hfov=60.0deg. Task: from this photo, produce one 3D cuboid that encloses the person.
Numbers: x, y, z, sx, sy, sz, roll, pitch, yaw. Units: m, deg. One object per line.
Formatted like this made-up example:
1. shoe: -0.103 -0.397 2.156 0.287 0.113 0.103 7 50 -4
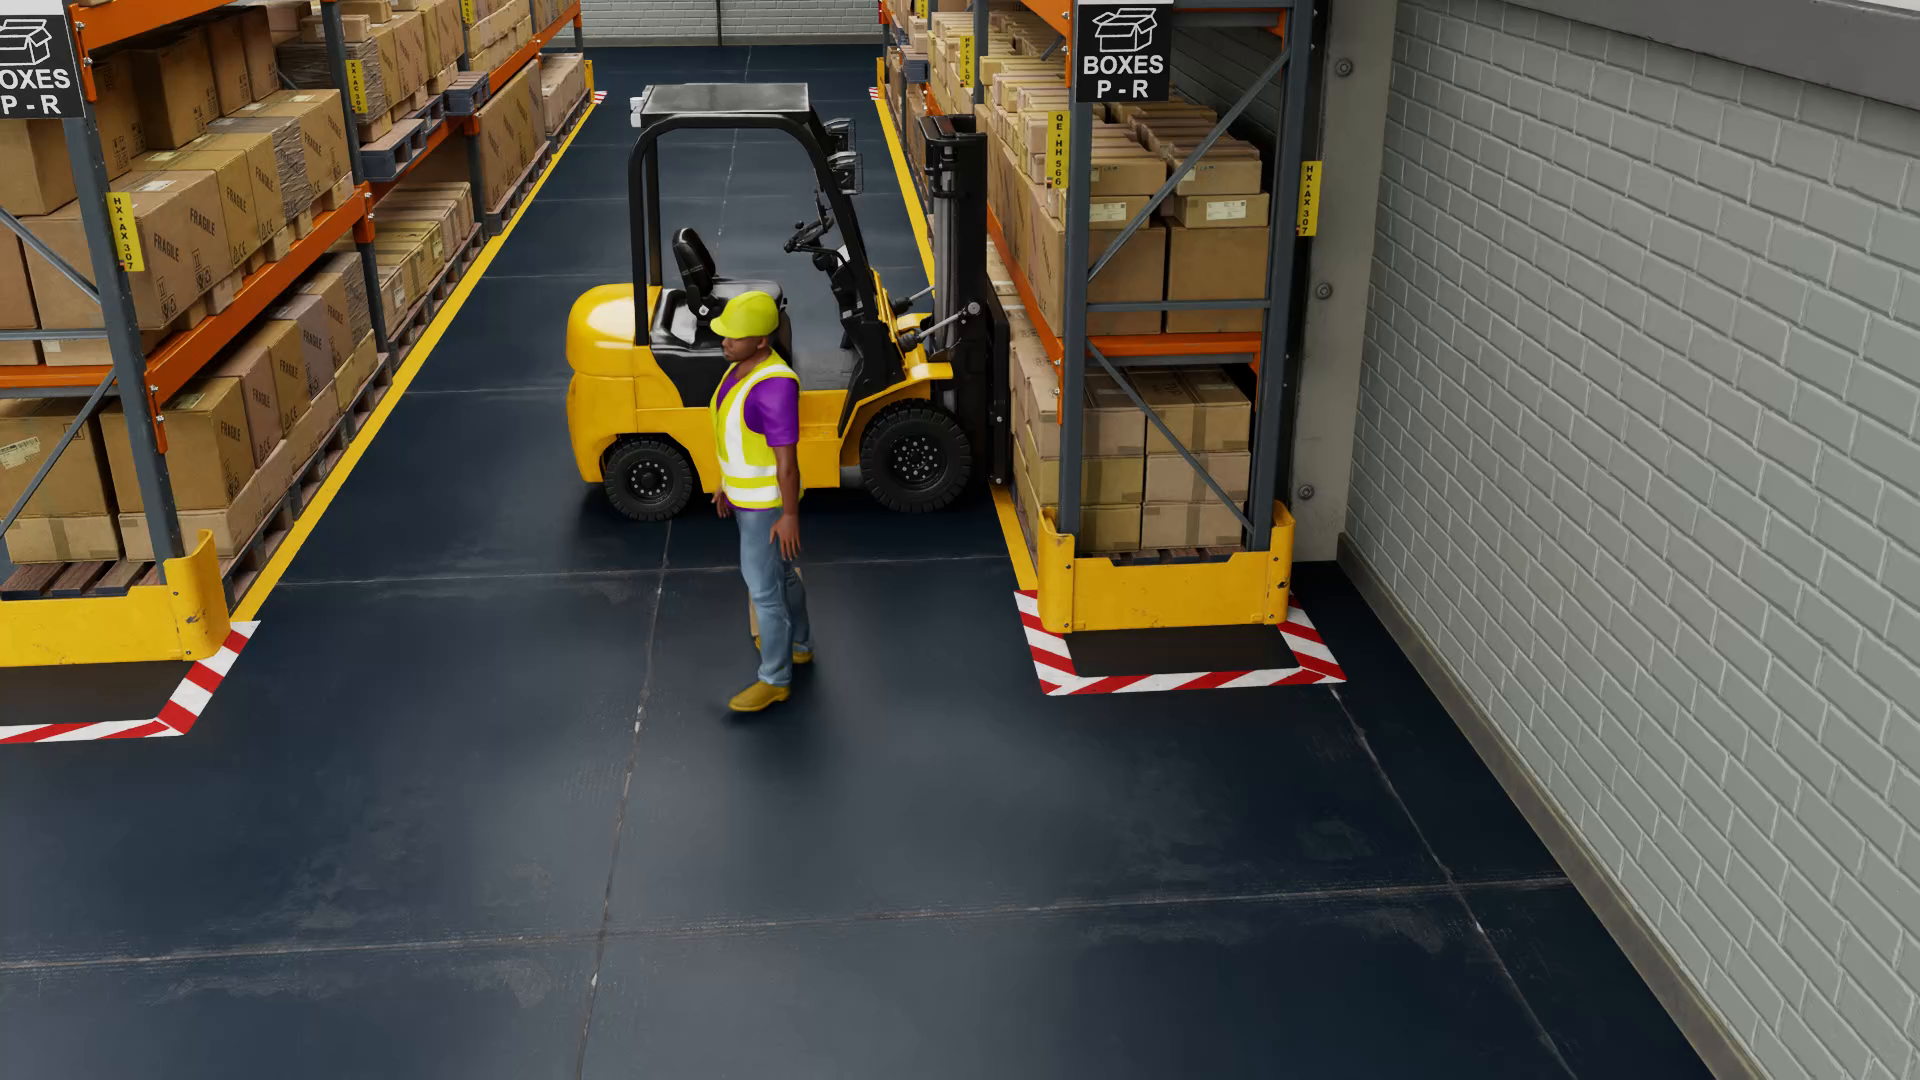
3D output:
1. person: -0.848 -0.200 6.985 0.467 1.767 0.621 -8 25 -18
